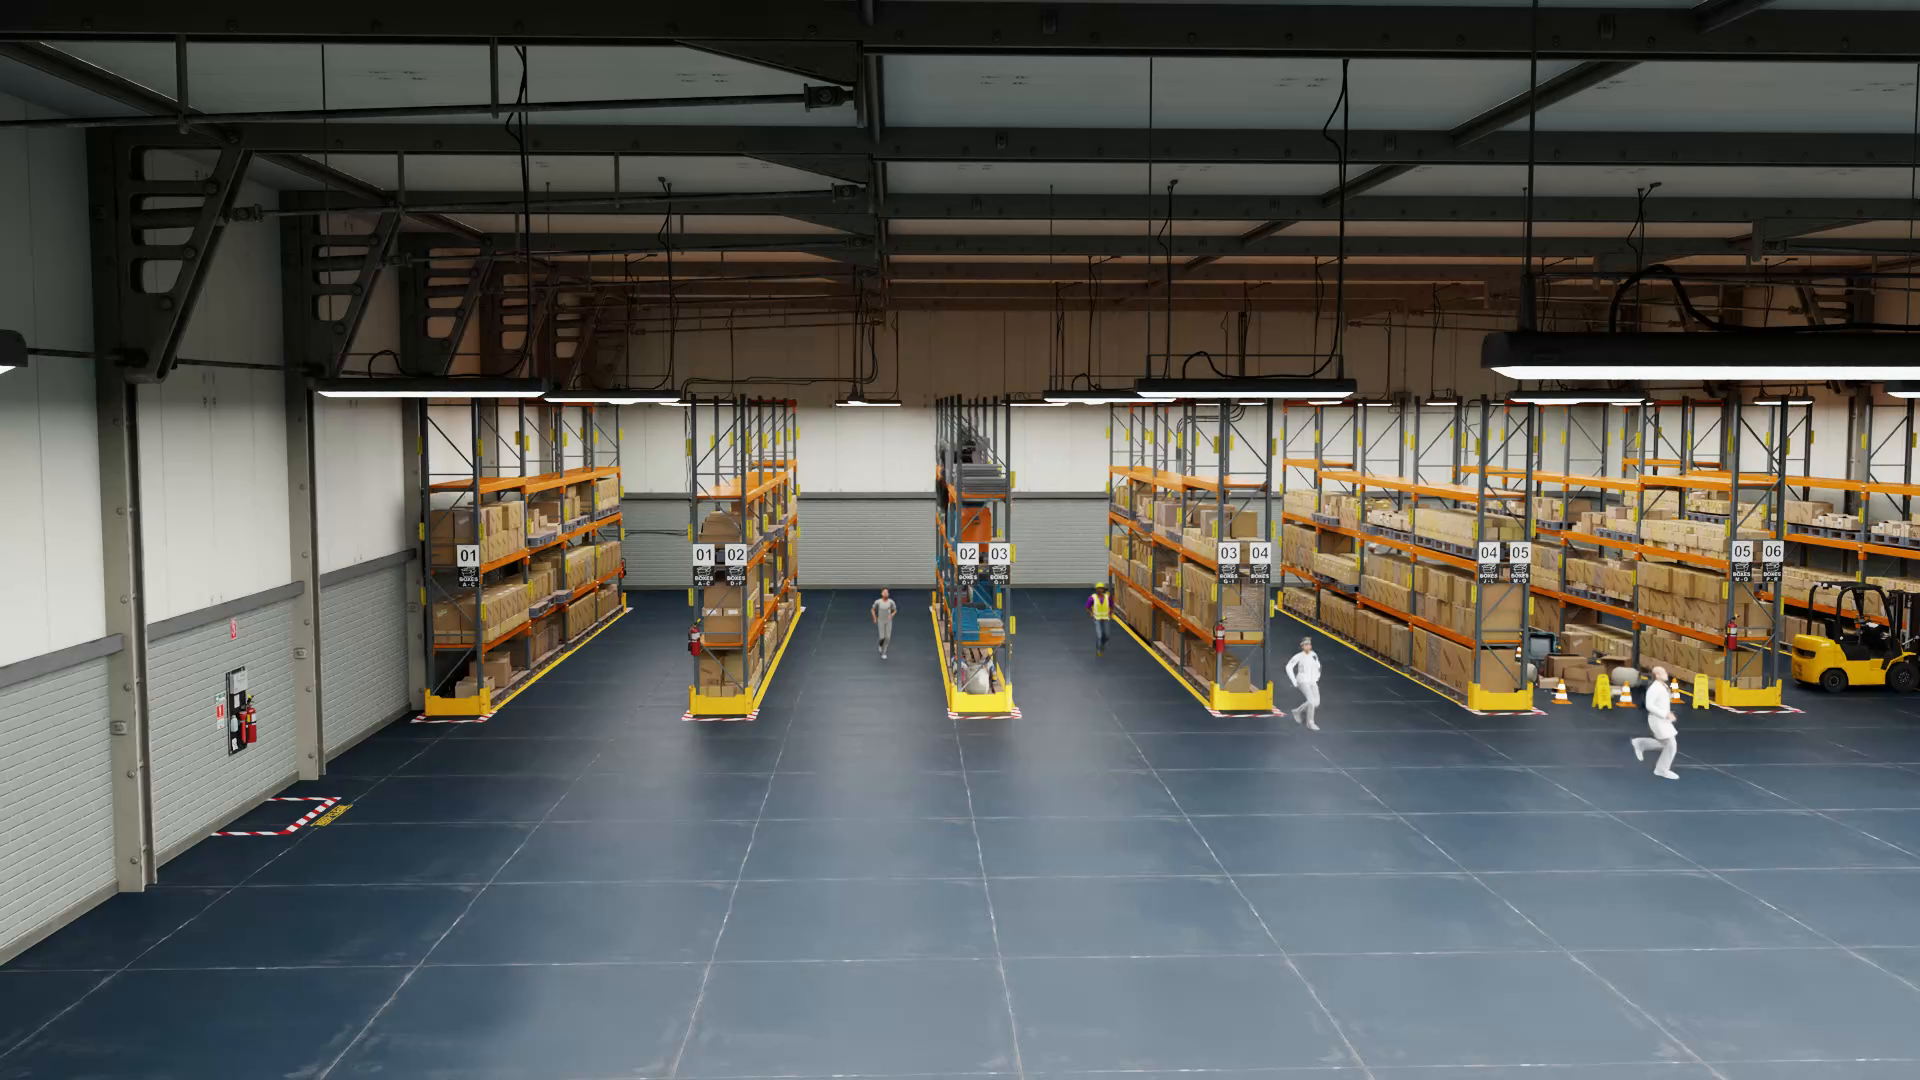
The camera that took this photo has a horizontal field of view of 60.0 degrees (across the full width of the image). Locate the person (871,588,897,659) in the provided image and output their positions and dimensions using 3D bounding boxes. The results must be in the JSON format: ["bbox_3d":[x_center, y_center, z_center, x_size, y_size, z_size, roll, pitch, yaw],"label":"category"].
[{"bbox_3d":[-1.734,1.906,38.202,0.576,1.624,0.573,-1,5,-11],"label":"person"}]

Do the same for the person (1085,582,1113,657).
[{"bbox_3d":[3.241,1.837,38.461,0.696,1.718,0.605,-1,5,-10],"label":"person"}]

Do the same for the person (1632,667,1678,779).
[{"bbox_3d":[10.874,2.831,25.983,0.716,1.724,0.730,3,5,31],"label":"person"}]

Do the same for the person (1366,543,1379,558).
[{"bbox_3d":[12.138,0.992,48.908,0.830,1.823,0.681,0,5,-4],"label":"person"}]

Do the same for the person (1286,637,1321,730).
[{"bbox_3d":[6.200,2.567,29.833,0.701,1.678,0.511,-3,6,-35],"label":"person"}]
